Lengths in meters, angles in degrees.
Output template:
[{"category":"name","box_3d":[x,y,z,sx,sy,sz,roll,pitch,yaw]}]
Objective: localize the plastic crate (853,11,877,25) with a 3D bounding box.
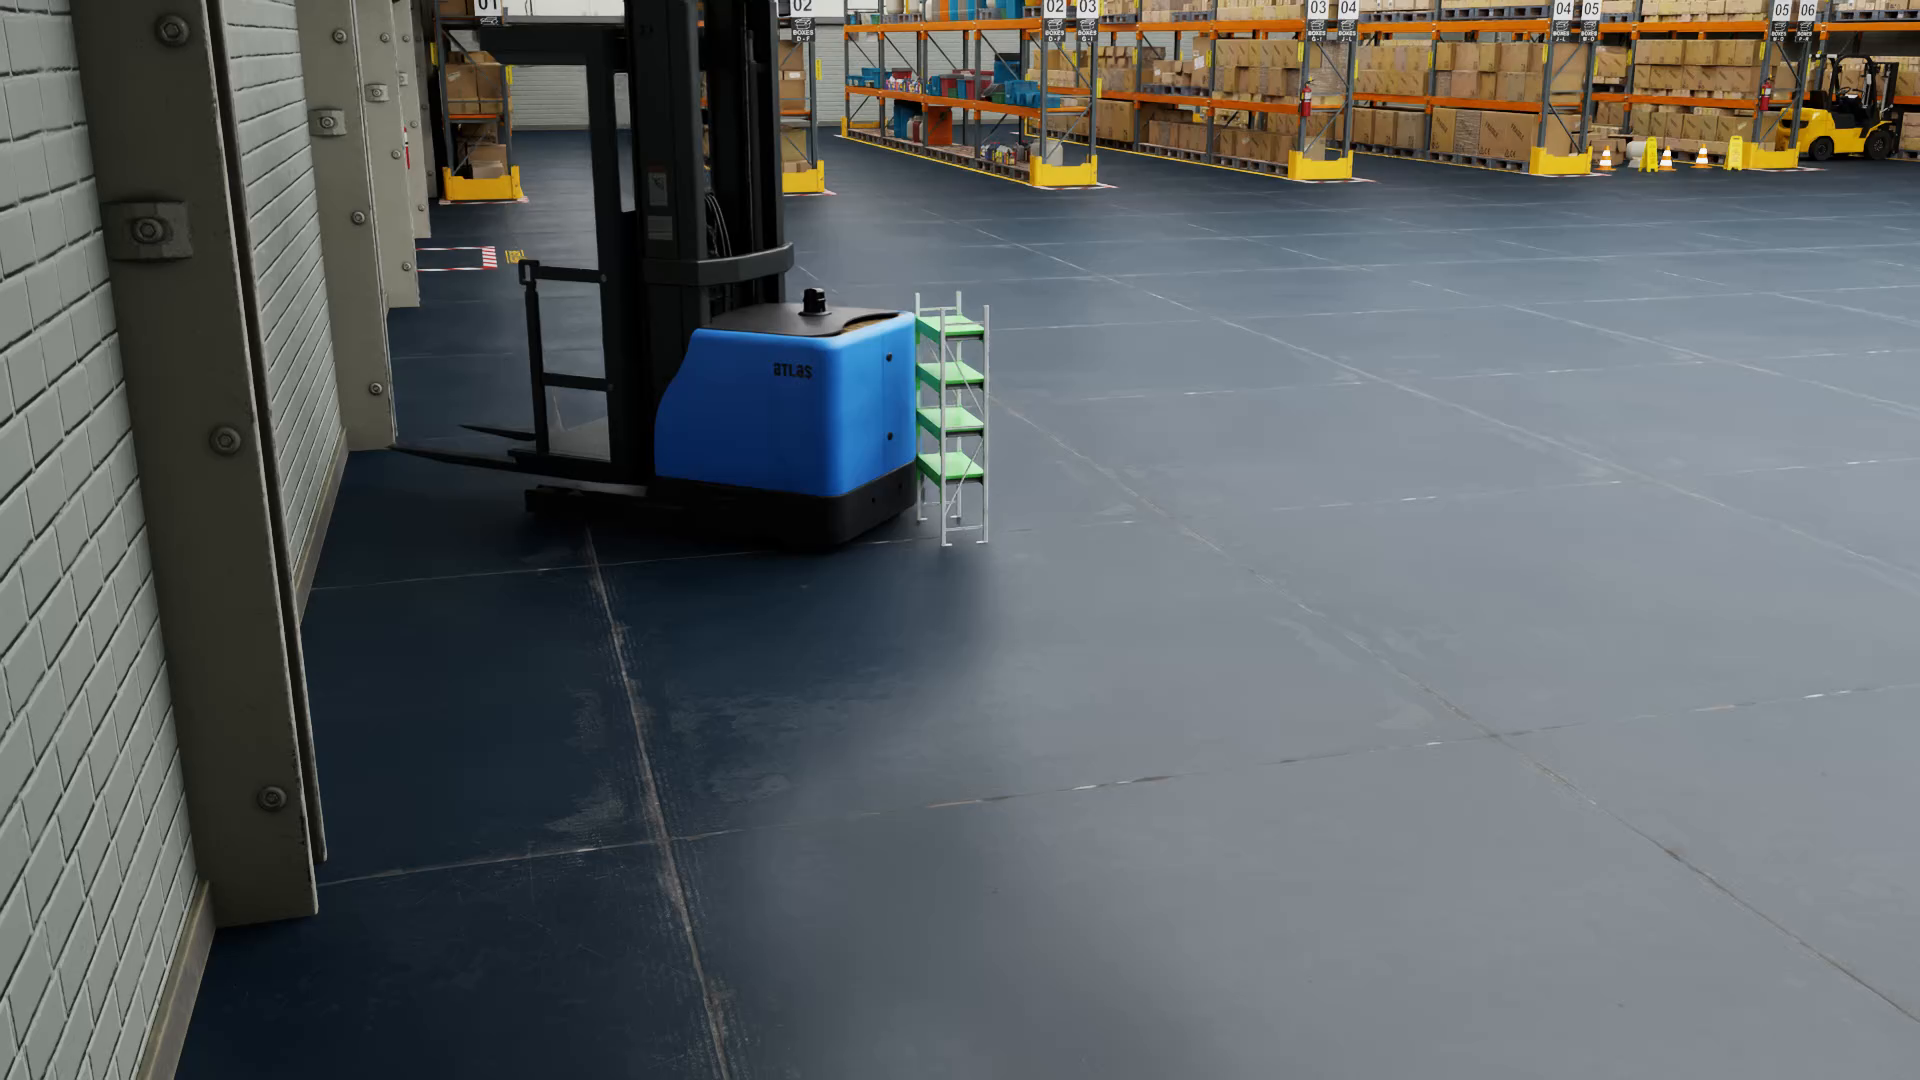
[{"category":"plastic crate","box_3d":[-2.359,-13.076,41.662,0.504,0.338,0.767,-5,17,-15]}]

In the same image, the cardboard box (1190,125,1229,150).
[{"category":"cardboard box","box_3d":[5.285,-8.504,35.129,0.700,0.500,0.500,-5,17,-16]}]

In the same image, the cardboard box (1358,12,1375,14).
[{"category":"cardboard box","box_3d":[9.342,-12.320,38.863,0.500,0.500,0.500,-5,17,-15]}]

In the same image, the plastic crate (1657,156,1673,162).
[{"category":"plastic crate","box_3d":[14.717,-8.072,35.184,0.402,0.080,0.583,-12,20,-34]}]

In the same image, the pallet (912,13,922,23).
[{"category":"pallet","box_3d":[-0.432,-11.466,36.523,1.003,0.211,1.213,-5,17,-15]}]

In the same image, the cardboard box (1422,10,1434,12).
[{"category":"cardboard box","box_3d":[12.392,-13.954,43.809,0.396,0.266,0.258,-4,17,-13]}]

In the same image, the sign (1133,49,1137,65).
[{"category":"sign","box_3d":[3.914,-10.802,37.185,0.100,0.325,0.005,-5,17,-15]}]

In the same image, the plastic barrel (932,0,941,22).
[{"category":"plastic barrel","box_3d":[-0.299,-11.333,34.880,0.600,0.901,0.600,0,17,0]}]

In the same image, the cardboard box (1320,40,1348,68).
[{"category":"cardboard box","box_3d":[6.756,-8.922,30.511,0.500,0.500,0.500,-5,17,-15]}]

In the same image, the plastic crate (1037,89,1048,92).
[{"category":"plastic crate","box_3d":[1.349,-8.438,31.588,0.499,0.251,0.616,-5,17,-15]}]

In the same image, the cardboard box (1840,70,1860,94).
[{"category":"cardboard box","box_3d":[19.876,-10.124,36.769,0.500,0.500,0.500,-4,17,-14]}]

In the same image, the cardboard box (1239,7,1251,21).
[{"category":"cardboard box","box_3d":[5.700,-10.121,31.979,0.500,0.250,0.500,-5,18,-17]}]

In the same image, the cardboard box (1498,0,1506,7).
[{"category":"cardboard box","box_3d":[10.676,-10.425,32.263,0.380,0.149,0.250,-5,17,-15]}]

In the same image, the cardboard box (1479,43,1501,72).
[{"category":"cardboard box","box_3d":[10.843,-9.585,33.009,0.875,0.550,0.500,-5,17,-15]}]

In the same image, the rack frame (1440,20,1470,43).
[{"category":"rack frame","box_3d":[12.876,-12.182,43.793,1.000,3.000,0.127,-5,17,-15]}]

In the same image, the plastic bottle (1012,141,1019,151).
[{"category":"plastic bottle","box_3d":[1.099,-7.569,32.276,0.144,0.351,0.185,-5,17,-15]}]

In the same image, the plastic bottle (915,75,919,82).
[{"category":"plastic bottle","box_3d":[-0.986,-10.743,39.089,0.144,0.351,0.185,-5,17,-15]}]

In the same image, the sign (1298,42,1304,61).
[{"category":"sign","box_3d":[6.106,-8.747,29.794,0.100,0.325,0.005,-5,17,-15]}]

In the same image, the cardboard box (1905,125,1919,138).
[{"category":"cardboard box","box_3d":[20.383,-8.629,35.146,0.500,0.250,0.500,-5,17,-16]}]

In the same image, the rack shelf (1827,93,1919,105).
[{"category":"rack shelf","box_3d":[20.395,-9.465,35.997,1.077,0.370,4.000,-5,17,-15]}]

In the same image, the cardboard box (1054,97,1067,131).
[{"category":"cardboard box","box_3d":[2.995,-11.020,42.887,0.875,0.875,0.875,-5,17,-15]}]

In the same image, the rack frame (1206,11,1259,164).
[{"category":"rack frame","box_3d":[5.546,-9.186,33.817,1.000,3.000,0.127,-5,17,-15]}]

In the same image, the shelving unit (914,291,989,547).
[{"category":"shelving unit","box_3d":[-0.045,-0.620,8.432,0.258,1.200,0.503,-5,17,-15]}]

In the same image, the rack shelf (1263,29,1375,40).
[{"category":"rack shelf","box_3d":[8.694,-12.301,40.227,1.077,0.370,4.000,-5,17,-15]}]

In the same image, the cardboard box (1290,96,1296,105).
[{"category":"cardboard box","box_3d":[6.300,-8.091,30.609,0.380,0.149,0.250,-5,17,-15]}]

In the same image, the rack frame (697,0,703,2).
[{"category":"rack frame","box_3d":[-5.079,-12.383,34.034,1.000,3.000,0.127,-5,17,-15]}]

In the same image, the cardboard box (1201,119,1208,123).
[{"category":"cardboard box","box_3d":[6.881,-11.535,45.863,0.380,0.149,0.250,-4,17,-14]}]

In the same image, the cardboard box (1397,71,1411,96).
[{"category":"cardboard box","box_3d":[9.803,-9.861,35.891,0.500,0.500,0.500,-5,17,-16]}]

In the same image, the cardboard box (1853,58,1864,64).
[{"category":"cardboard box","box_3d":[19.858,-10.537,36.500,0.380,0.149,0.250,-4,17,-14]}]

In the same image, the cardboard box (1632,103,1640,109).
[{"category":"cardboard box","box_3d":[17.909,-11.414,43.722,0.380,0.149,0.250,-4,17,-13]}]

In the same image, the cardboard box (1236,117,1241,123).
[{"category":"cardboard box","box_3d":[7.511,-11.095,43.884,0.380,0.149,0.250,-4,17,-14]}]

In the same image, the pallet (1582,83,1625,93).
[{"category":"pallet","box_3d":[14.558,-10.439,38.325,1.003,0.211,1.213,-5,17,-15]}]

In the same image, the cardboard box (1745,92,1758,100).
[{"category":"cardboard box","box_3d":[15.865,-8.829,33.067,0.380,0.149,0.250,-4,17,-13]}]

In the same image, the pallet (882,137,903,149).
[{"category":"pallet","box_3d":[-1.243,-9.455,39.560,1.003,0.211,1.213,-5,17,-15]}]

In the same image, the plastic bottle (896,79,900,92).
[{"category":"plastic bottle","box_3d":[-1.400,-10.533,38.519,0.152,0.276,0.135,-5,17,-15]}]

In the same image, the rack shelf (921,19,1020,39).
[{"category":"rack shelf","box_3d":[0.234,-10.439,34.027,1.077,0.370,4.000,-5,17,-15]}]

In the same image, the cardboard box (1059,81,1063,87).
[{"category":"cardboard box","box_3d":[2.737,-11.550,42.125,0.380,0.149,0.250,-4,17,-14]}]

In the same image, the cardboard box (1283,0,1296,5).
[{"category":"cardboard box","box_3d":[6.129,-9.835,30.334,0.380,0.149,0.250,-5,18,-18]}]

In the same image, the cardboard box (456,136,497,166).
[{"category":"cardboard box","box_3d":[-8.960,-7.227,30.876,0.700,0.500,0.500,-4,17,-13]}]

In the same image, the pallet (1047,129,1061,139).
[{"category":"pallet","box_3d":[2.875,-10.617,43.432,1.003,0.211,1.213,-5,17,-15]}]

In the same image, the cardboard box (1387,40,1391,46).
[{"category":"cardboard box","box_3d":[11.950,-13.646,45.626,0.380,0.149,0.250,-5,17,-15]}]

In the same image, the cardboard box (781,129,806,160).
[{"category":"cardboard box","box_3d":[-2.954,-6.844,28.770,0.500,0.500,0.500,-5,17,-15]}]

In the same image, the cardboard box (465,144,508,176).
[{"category":"cardboard box","box_3d":[-8.057,-6.481,28.394,0.700,0.500,0.500,-6,18,-19]}]

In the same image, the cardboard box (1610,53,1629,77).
[{"category":"cardboard box","box_3d":[14.727,-10.470,36.673,0.500,0.500,0.500,-5,17,-16]}]

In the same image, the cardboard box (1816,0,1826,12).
[{"category":"cardboard box","box_3d":[19.413,-12.186,37.844,0.500,0.311,0.500,-5,18,-17]}]

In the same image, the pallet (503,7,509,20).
[{"category":"pallet","box_3d":[-8.809,-9.537,30.098,1.213,0.211,1.003,-5,17,-15]}]

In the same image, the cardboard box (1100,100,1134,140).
[{"category":"cardboard box","box_3d":[4.039,-9.915,39.210,1.225,0.875,0.875,-5,17,-15]}]

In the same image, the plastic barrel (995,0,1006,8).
[{"category":"plastic barrel","box_3d":[0.954,-10.388,31.005,0.600,0.901,0.708,-5,17,-15]}]

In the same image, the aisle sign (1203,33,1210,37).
[{"category":"aisle sign","box_3d":[6.736,-14.111,45.694,0.394,0.787,0.004,-5,17,-15]}]

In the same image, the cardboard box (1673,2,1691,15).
[{"category":"cardboard box","box_3d":[15.208,-11.051,34.559,0.500,0.250,0.500,-5,17,-15]}]

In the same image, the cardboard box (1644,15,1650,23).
[{"category":"cardboard box","box_3d":[14.923,-11.179,35.675,0.380,0.149,0.250,-5,17,-16]}]

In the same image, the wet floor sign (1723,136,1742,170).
[{"category":"wet floor sign","box_3d":[15.197,-7.598,32.624,0.267,0.644,0.232,1,17,4]}]

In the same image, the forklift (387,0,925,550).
[{"category":"forklift","box_3d":[-1.746,-1.623,8.761,3.031,2.935,1.130,8,18,24]}]

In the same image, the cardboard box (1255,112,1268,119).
[{"category":"cardboard box","box_3d":[7.796,-10.961,42.920,0.380,0.149,0.250,-4,17,-14]}]

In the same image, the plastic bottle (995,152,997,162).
[{"category":"plastic bottle","box_3d":[0.714,-7.276,31.560,0.097,0.201,0.097,0,17,0]}]
